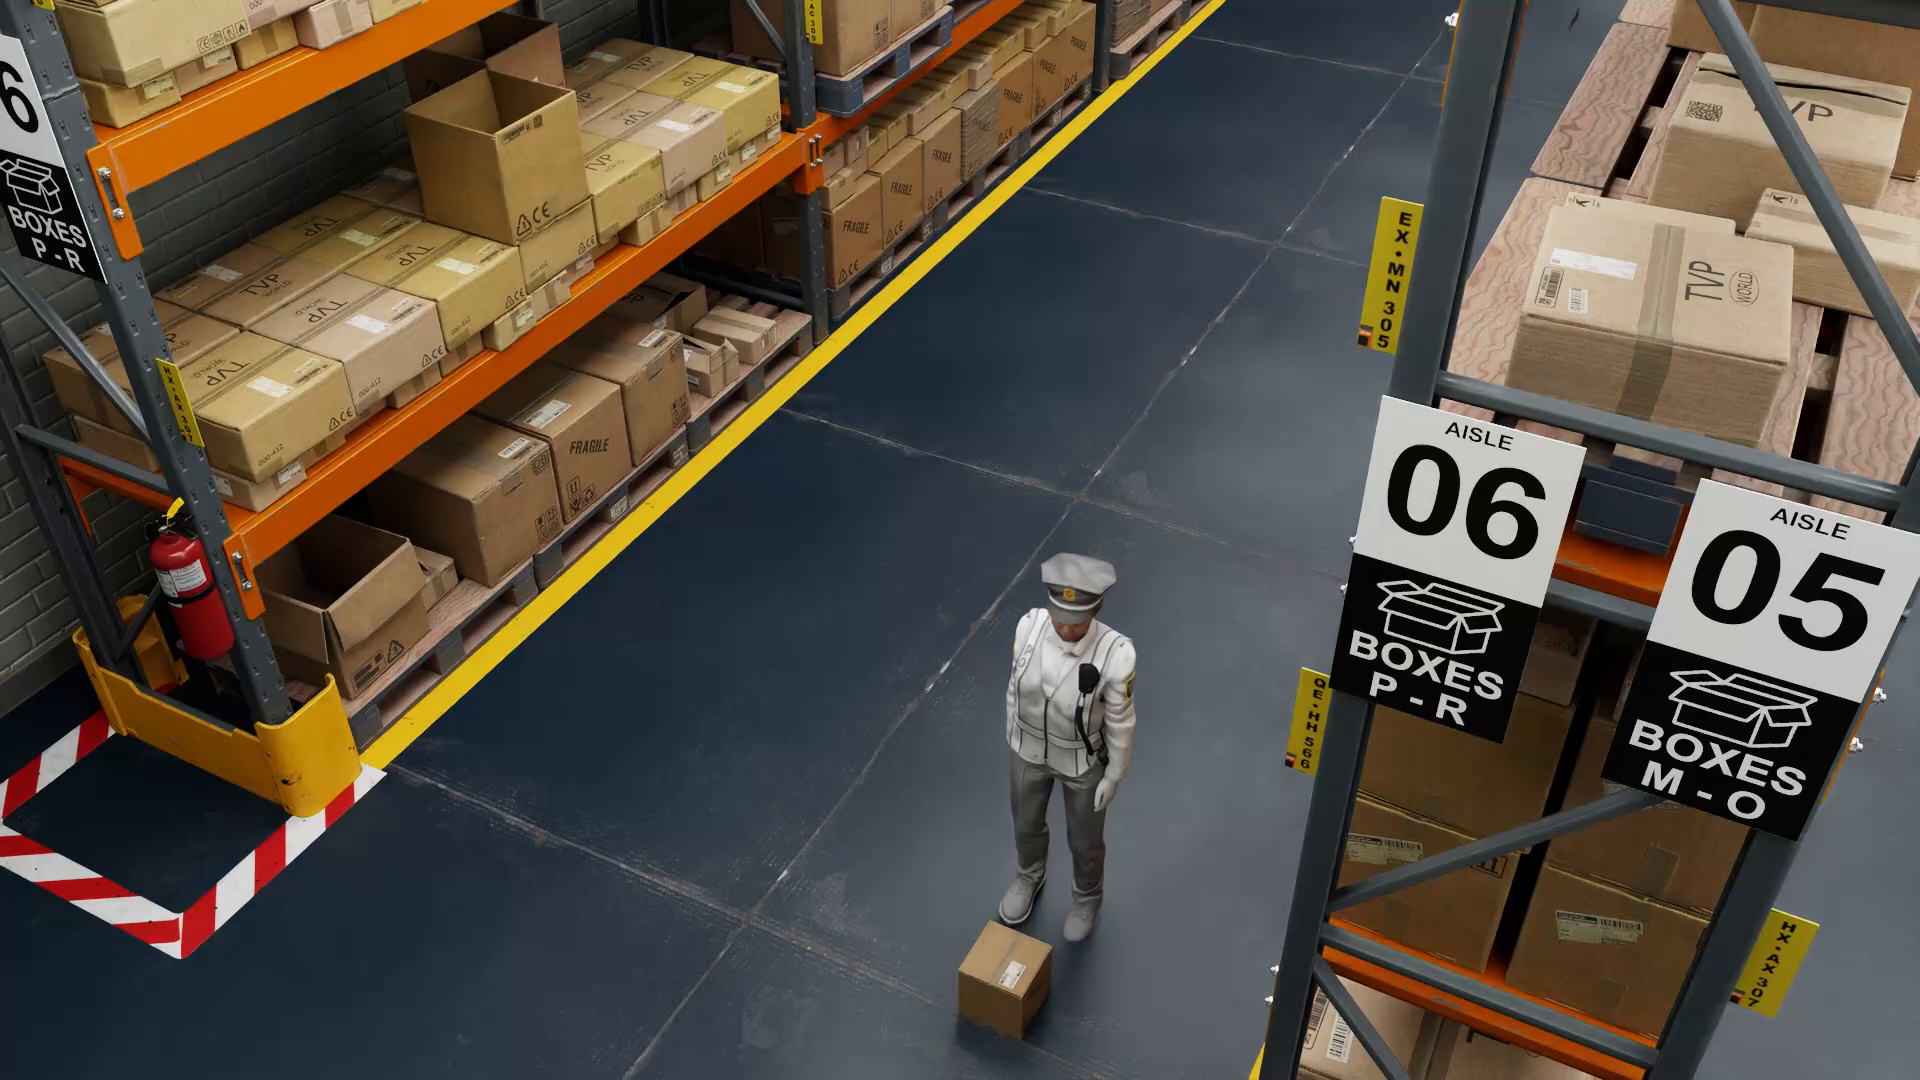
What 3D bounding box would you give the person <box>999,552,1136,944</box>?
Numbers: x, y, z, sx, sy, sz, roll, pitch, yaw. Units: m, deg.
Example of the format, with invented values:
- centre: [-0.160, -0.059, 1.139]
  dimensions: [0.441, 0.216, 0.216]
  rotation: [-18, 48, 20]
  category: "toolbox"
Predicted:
- centre: [0.362, 0.763, 5.791]
  dimensions: [0.468, 1.690, 0.329]
  rotation: [17, 41, 21]
  category: "person"
